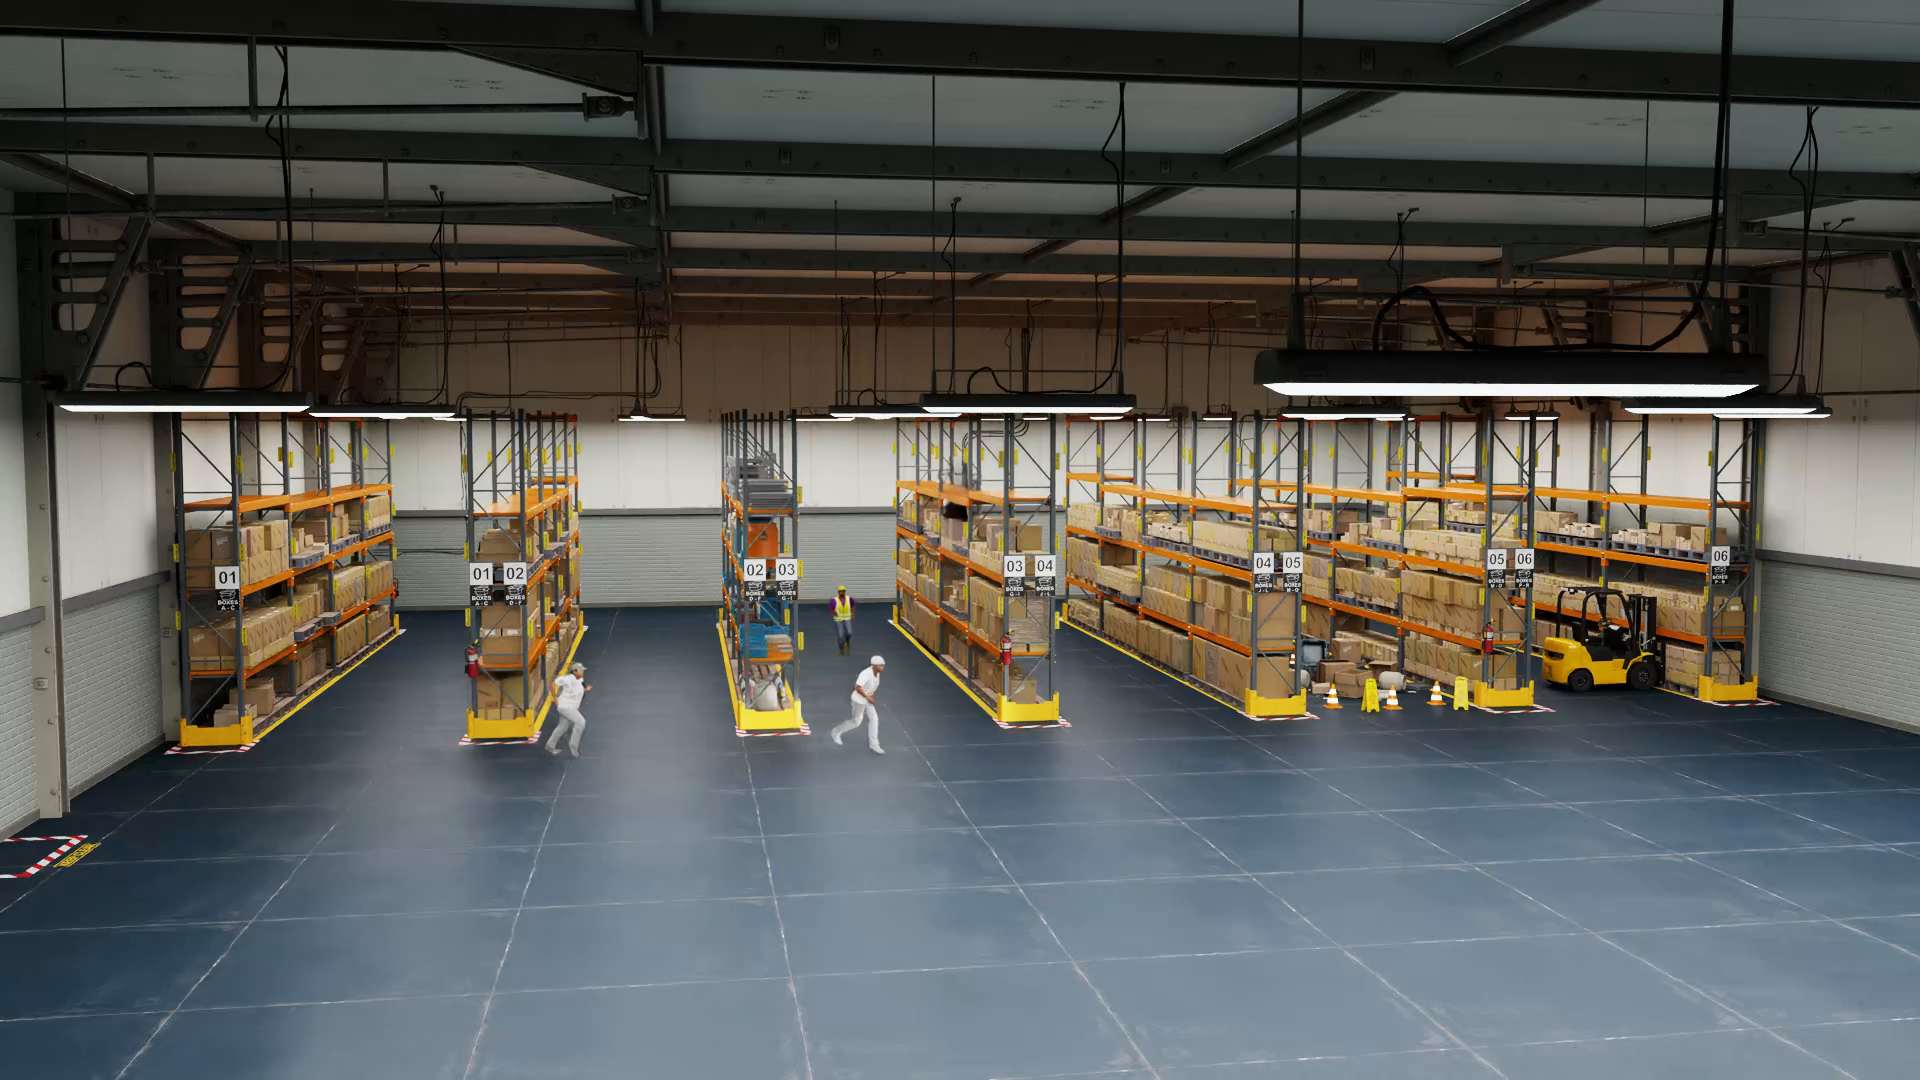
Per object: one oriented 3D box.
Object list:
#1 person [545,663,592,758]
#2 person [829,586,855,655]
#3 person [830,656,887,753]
[{"bbox_3d":[-6.755,2.918,28.602,0.894,1.638,0.595,1,4,11],"label":"person"},{"bbox_3d":[-2.879,1.980,40.956,0.672,1.721,0.657,-1,4,-12],"label":"person"},{"bbox_3d":[-1.776,2.864,29.144,1.047,1.713,0.734,1,4,14],"label":"person"}]
